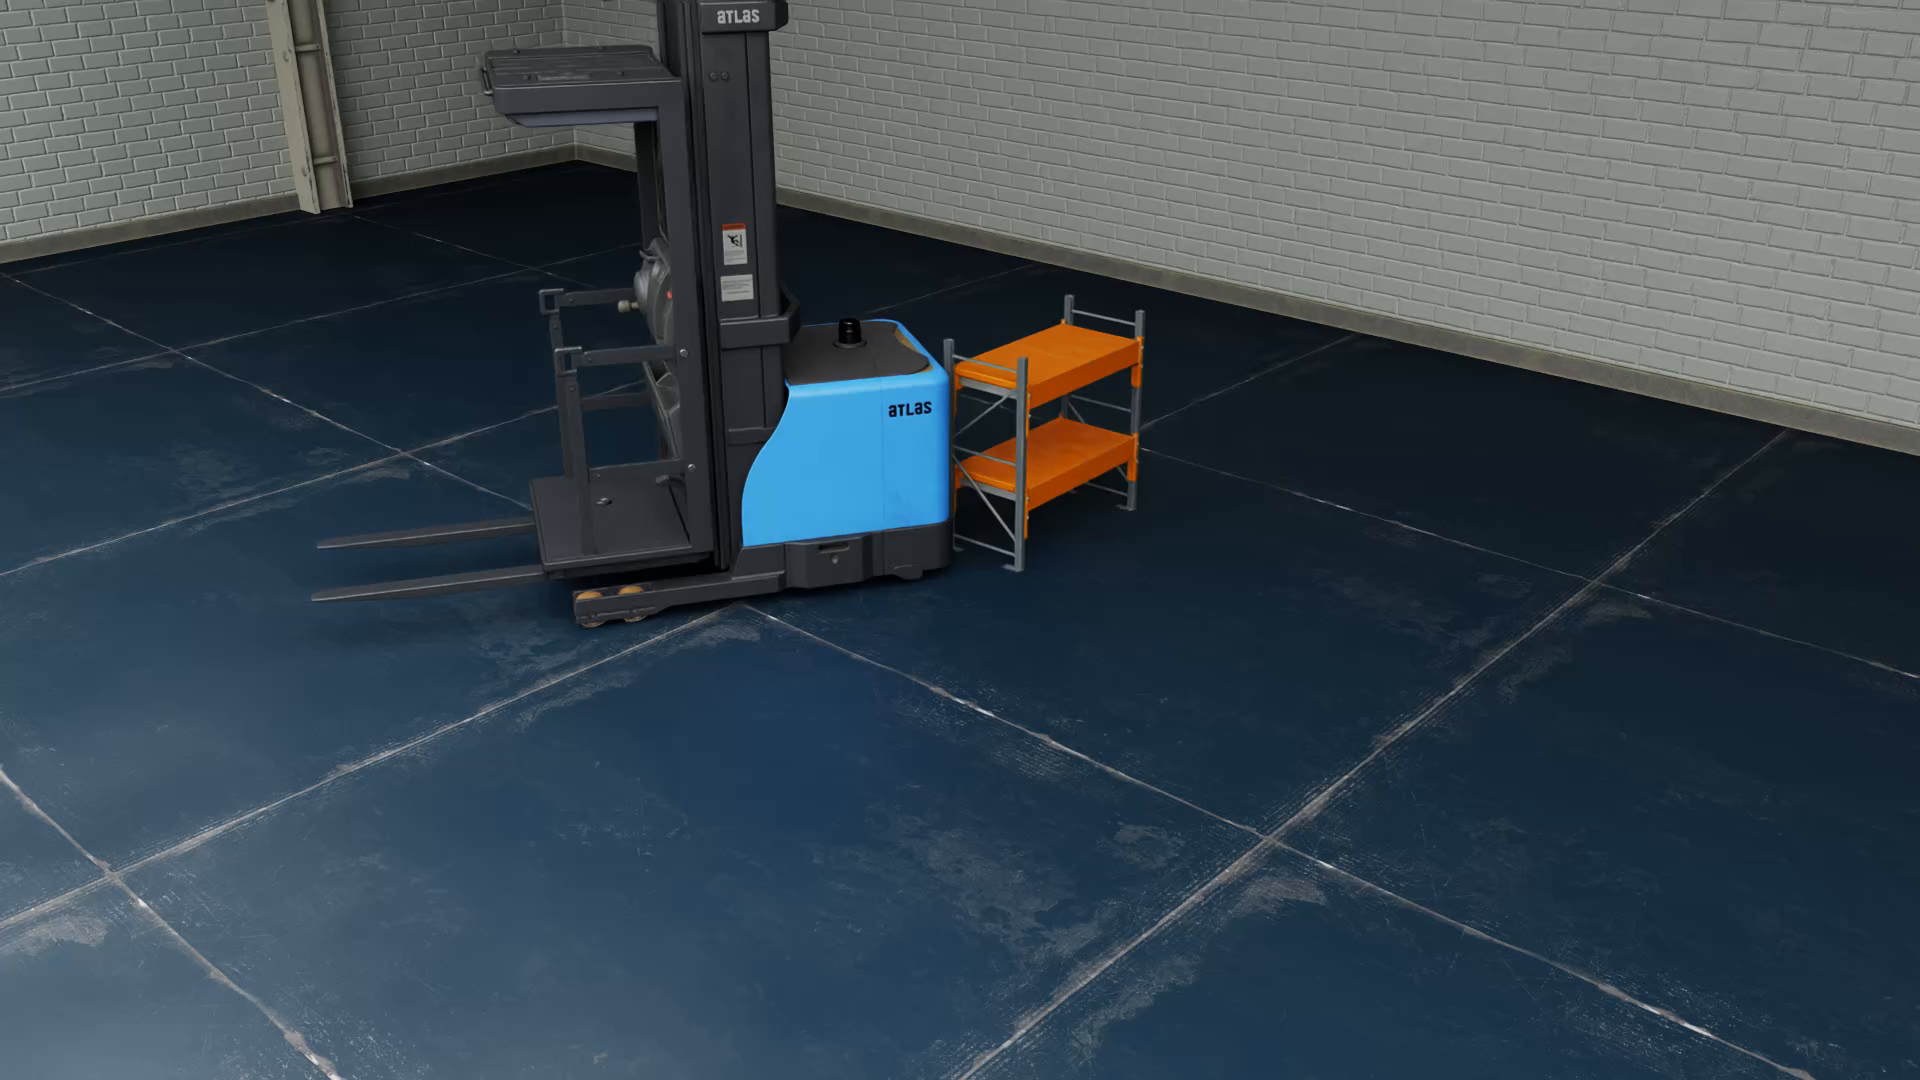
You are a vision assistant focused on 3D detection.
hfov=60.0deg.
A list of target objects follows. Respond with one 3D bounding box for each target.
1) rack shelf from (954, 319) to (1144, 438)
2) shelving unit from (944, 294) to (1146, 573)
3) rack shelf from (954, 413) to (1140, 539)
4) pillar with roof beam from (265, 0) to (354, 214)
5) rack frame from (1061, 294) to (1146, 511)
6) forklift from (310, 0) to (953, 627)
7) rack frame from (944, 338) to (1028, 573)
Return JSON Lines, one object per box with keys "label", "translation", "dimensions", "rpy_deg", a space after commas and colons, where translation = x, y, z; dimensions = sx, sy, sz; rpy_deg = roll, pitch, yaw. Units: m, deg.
{"label": "rack shelf", "translation": [0.443, -0.846, 8.546], "dimensions": [0.538, 0.278, 1.000], "rpy_deg": [18, 30, 35]}
{"label": "shelving unit", "translation": [0.443, -0.579, 8.666], "dimensions": [0.538, 1.125, 1.048], "rpy_deg": [18, 30, 35]}
{"label": "rack shelf", "translation": [0.443, -0.356, 8.766], "dimensions": [0.538, 0.278, 1.000], "rpy_deg": [18, 30, 35]}
{"label": "pillar with roof beam", "translation": [-2.808, -6.085, 11.323], "dimensions": [9.100, 9.000, 0.400], "rpy_deg": [20, 31, 38]}
{"label": "rack frame", "translation": [0.764, -0.740, 9.026], "dimensions": [0.500, 1.125, 0.032], "rpy_deg": [18, 30, 35]}
{"label": "forklift", "translation": [-1.612, -1.168, 7.773], "dimensions": [3.031, 2.935, 1.130], "rpy_deg": [-7, 25, -15]}
{"label": "rack frame", "translation": [0.123, -0.418, 8.306], "dimensions": [0.500, 1.125, 0.032], "rpy_deg": [18, 30, 35]}
